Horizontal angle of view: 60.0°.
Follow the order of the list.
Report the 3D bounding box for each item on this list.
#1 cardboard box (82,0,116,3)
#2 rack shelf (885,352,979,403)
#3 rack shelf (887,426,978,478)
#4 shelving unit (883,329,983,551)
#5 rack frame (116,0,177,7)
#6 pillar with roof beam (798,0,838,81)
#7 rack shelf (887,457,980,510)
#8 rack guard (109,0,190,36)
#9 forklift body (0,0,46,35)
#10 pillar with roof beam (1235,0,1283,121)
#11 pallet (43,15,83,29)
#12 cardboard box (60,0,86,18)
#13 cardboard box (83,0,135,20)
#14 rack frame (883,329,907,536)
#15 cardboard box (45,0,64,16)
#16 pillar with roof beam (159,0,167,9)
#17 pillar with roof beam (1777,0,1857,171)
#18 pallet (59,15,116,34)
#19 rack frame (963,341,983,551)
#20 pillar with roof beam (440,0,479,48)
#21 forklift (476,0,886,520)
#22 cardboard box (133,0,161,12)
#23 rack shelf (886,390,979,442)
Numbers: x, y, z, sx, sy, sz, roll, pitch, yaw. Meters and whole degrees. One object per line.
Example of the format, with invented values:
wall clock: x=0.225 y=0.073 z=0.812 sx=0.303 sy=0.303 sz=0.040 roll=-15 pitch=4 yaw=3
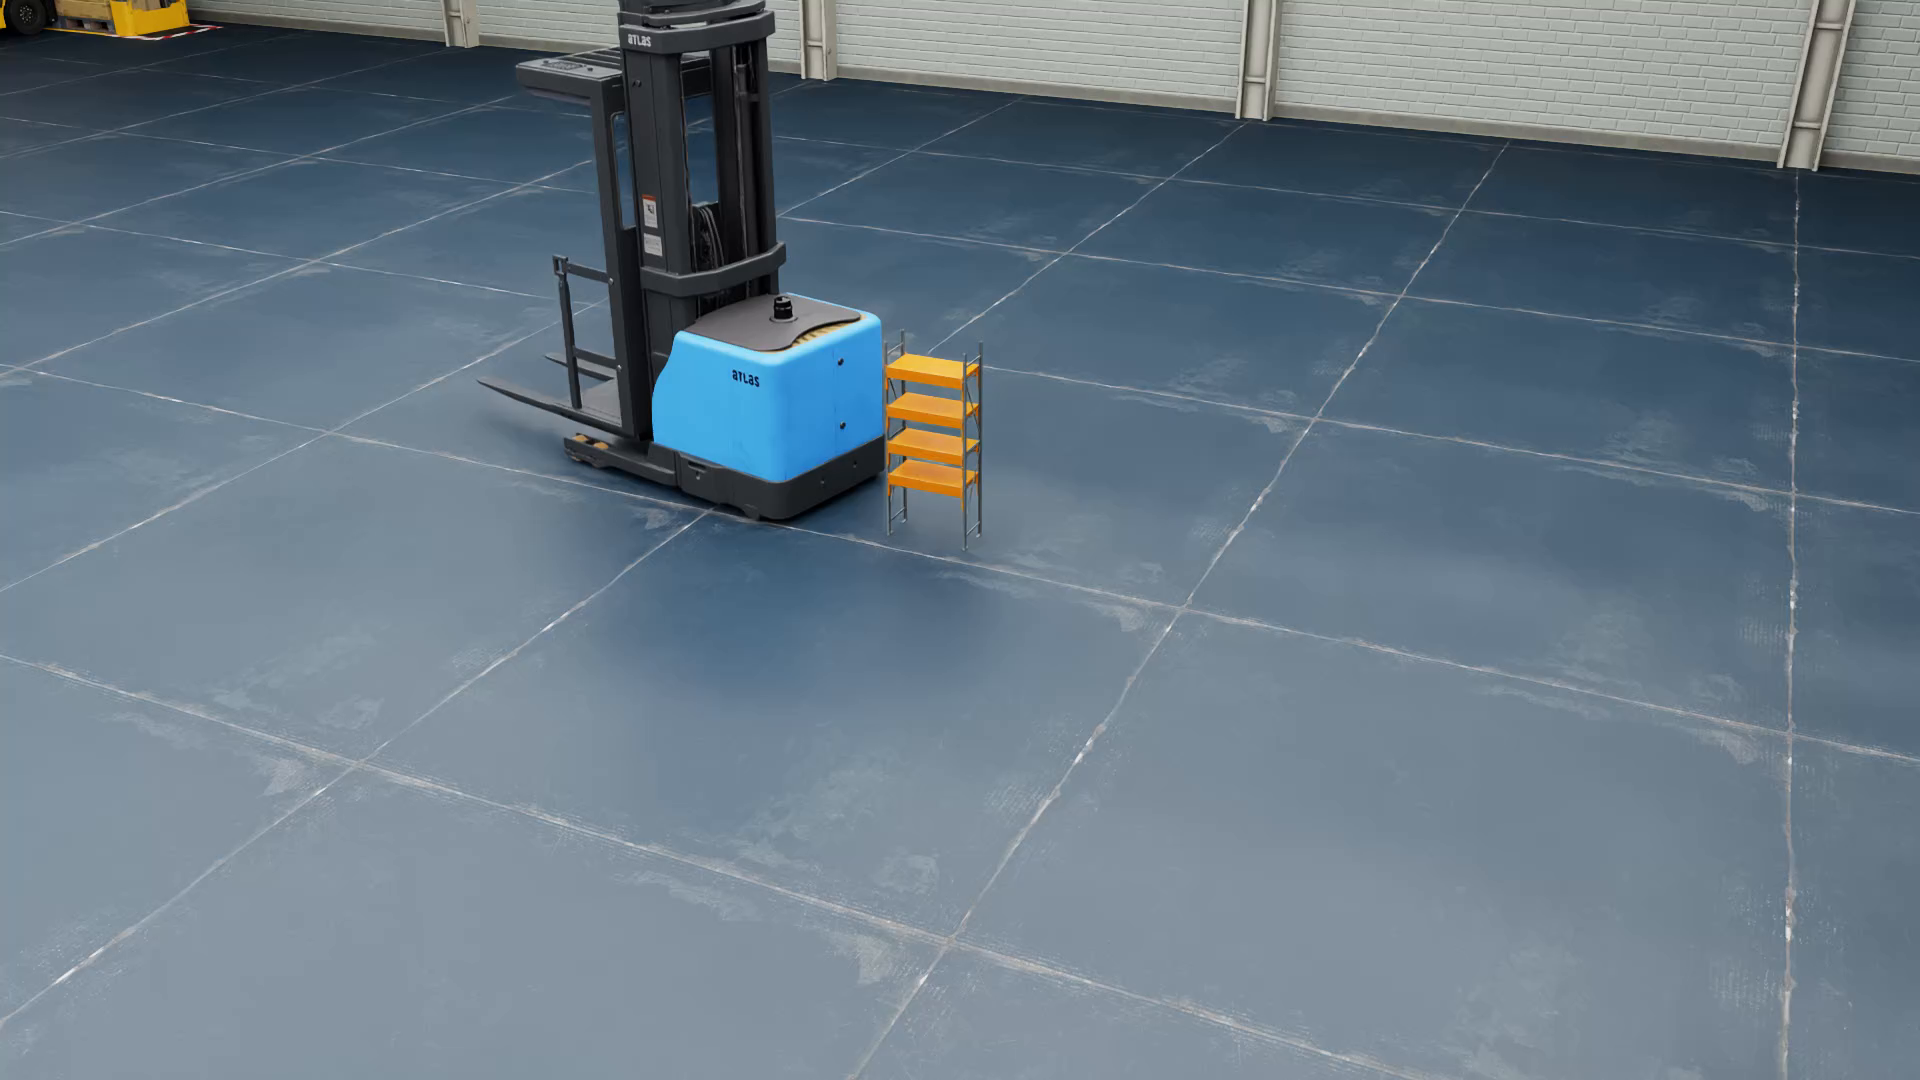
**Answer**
cardboard box: x=-13.125 y=-8.420 z=25.527 sx=0.500 sy=0.250 sz=0.500 roll=11 pitch=28 yaw=21
rack shelf: x=-0.151 y=-0.921 z=9.373 sx=0.480 sy=0.148 sz=0.258 roll=11 pitch=28 yaw=22
rack shelf: x=-0.151 y=-0.508 z=9.576 sx=0.480 sy=0.148 sz=0.258 roll=11 pitch=28 yaw=22
shelving unit: x=-0.151 y=-0.569 z=9.546 sx=0.503 sy=1.200 sz=0.258 roll=11 pitch=28 yaw=22
rack frame: x=-12.553 y=-9.277 z=25.197 sx=0.127 sy=3.000 sz=1.000 roll=11 pitch=28 yaw=22
pillar with roof beam: x=-3.672 y=-8.533 z=16.894 sx=0.400 sy=9.000 sz=9.100 roll=11 pitch=28 yaw=22
rack shelf: x=-0.151 y=-0.330 z=9.664 sx=0.480 sy=0.148 sz=0.258 roll=11 pitch=28 yaw=22
rack guard: x=-12.531 y=-8.151 z=25.740 sx=0.348 sy=0.500 sz=1.175 roll=11 pitch=28 yaw=22
forklift body: x=-15.034 y=-8.510 z=24.599 sx=1.214 sy=2.155 sz=2.313 roll=11 pitch=28 yaw=22
pillar with roof beam: x=1.790 y=-7.436 z=14.666 sx=0.400 sy=9.000 sz=9.100 roll=11 pitch=28 yaw=22
pallet: x=-14.373 y=-8.373 z=26.517 sx=1.213 sy=0.211 sz=1.003 roll=11 pitch=28 yaw=22
cardboard box: x=-13.560 y=-8.286 z=25.821 sx=0.500 sy=0.250 sz=0.500 roll=11 pitch=28 yaw=22
cardboard box: x=-13.111 y=-8.191 z=25.628 sx=0.500 sy=0.250 sz=0.500 roll=12 pitch=28 yaw=22
rack frame: x=-0.373 y=-0.613 z=9.637 sx=0.015 sy=1.200 sz=0.240 roll=11 pitch=28 yaw=22
cardboard box: x=-14.012 y=-8.381 z=26.014 sx=0.500 sy=0.250 sz=0.500 roll=12 pitch=29 yaw=22
pillar with roof beam: x=-14.596 y=-10.727 z=21.351 sx=0.400 sy=9.000 sz=9.100 roll=11 pitch=28 yaw=22
pillar with roof beam: x=7.252 y=-6.339 z=12.438 sx=0.400 sy=9.000 sz=9.100 roll=11 pitch=28 yaw=22
pallet: x=-13.266 y=-8.149 z=26.063 sx=1.213 sy=0.211 sz=1.003 roll=11 pitch=28 yaw=22
rack frame: x=0.071 y=-0.524 z=9.456 sx=0.015 sy=1.200 sz=0.240 roll=11 pitch=28 yaw=22
pillar with roof beam: x=-9.134 y=-9.630 z=19.123 sx=0.400 sy=9.000 sz=9.100 roll=11 pitch=28 yaw=22
forklift: x=-1.944 y=-1.941 z=10.374 sx=3.031 sy=2.935 sz=1.130 roll=18 pitch=32 yaw=33
cardboard box: x=-12.919 y=-8.400 z=26.054 sx=0.500 sy=0.250 sz=0.500 roll=11 pitch=28 yaw=22
rack shelf: x=-0.151 y=-0.709 z=9.477 sx=0.480 sy=0.148 sz=0.258 roll=11 pitch=28 yaw=22
